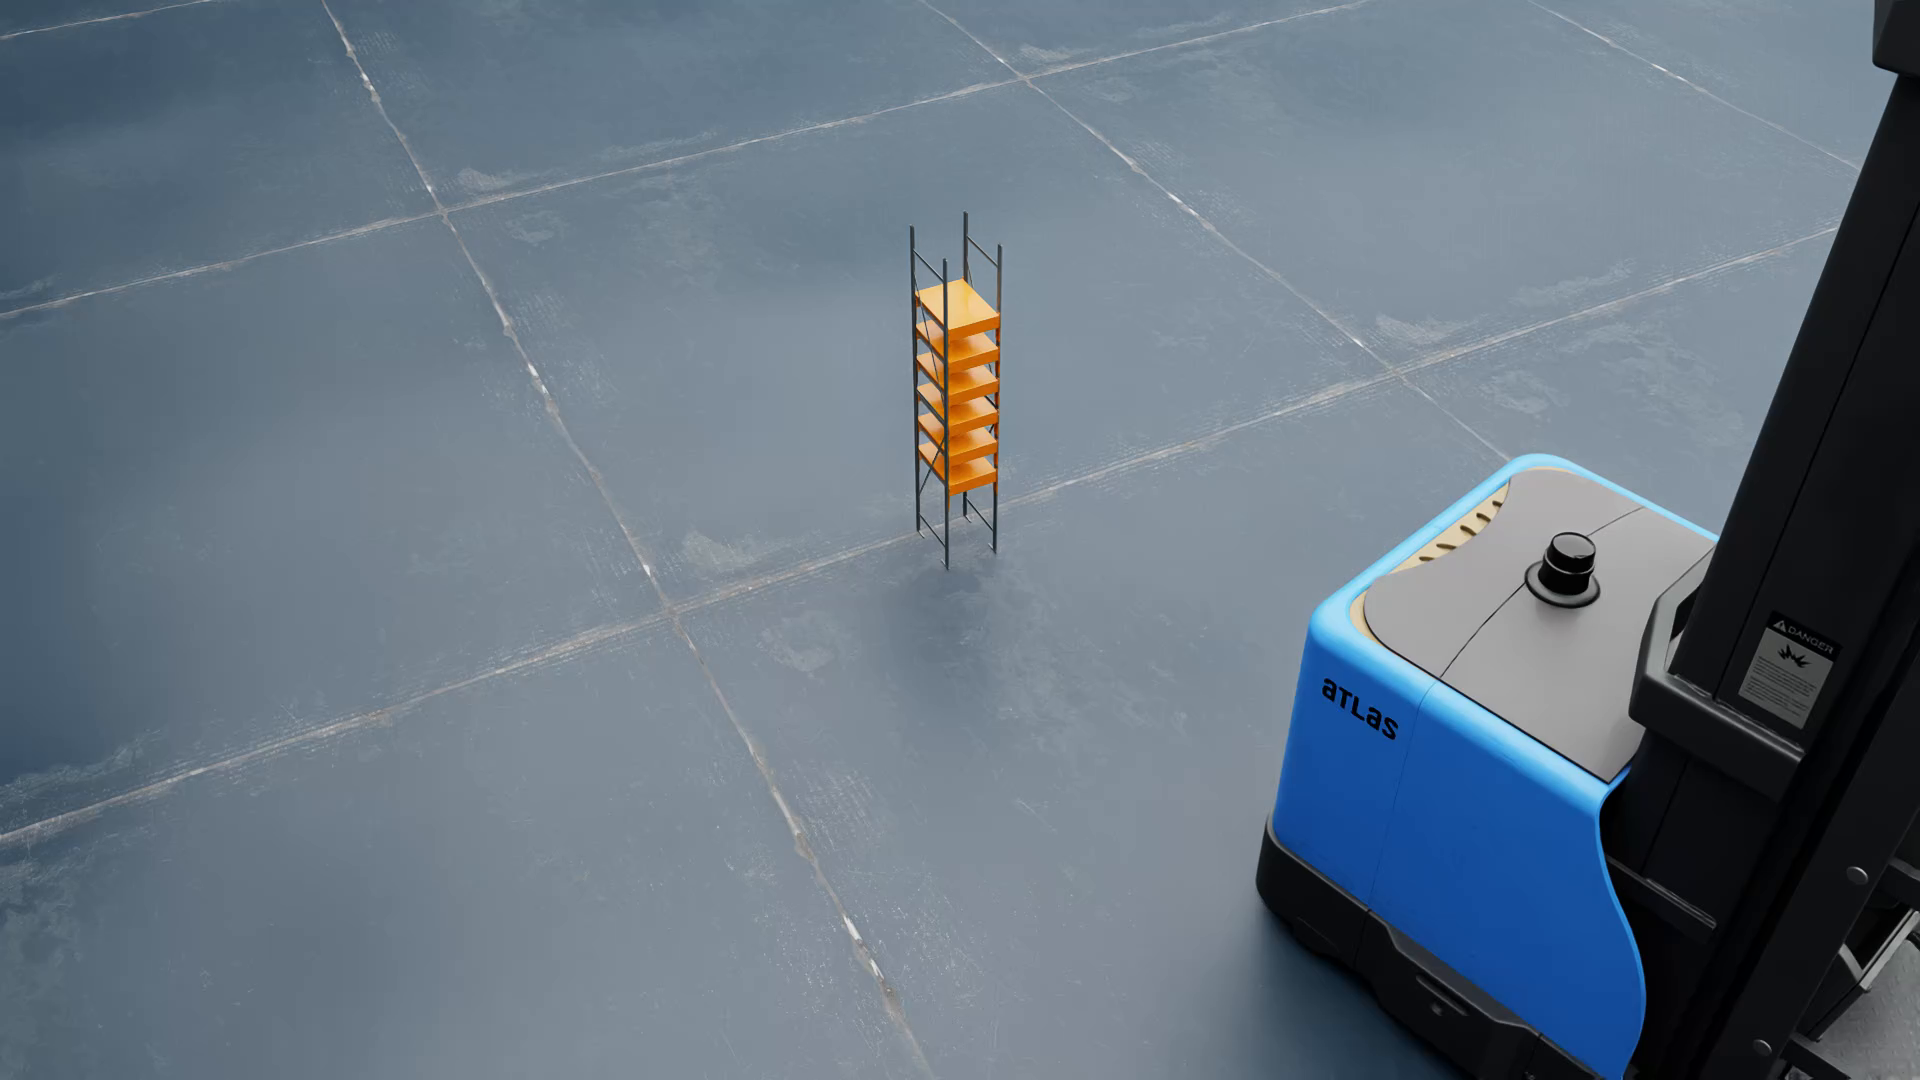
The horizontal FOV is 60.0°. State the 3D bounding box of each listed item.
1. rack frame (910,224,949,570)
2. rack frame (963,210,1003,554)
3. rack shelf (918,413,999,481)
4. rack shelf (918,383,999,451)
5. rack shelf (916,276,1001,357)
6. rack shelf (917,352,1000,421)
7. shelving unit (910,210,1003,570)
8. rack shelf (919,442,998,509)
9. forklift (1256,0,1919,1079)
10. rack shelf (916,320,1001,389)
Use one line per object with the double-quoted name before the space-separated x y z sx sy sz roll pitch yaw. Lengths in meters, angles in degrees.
"rack frame" -0.094 -0.426 5.325 0.006 1.200 0.240 -19 44 -21
"rack frame" 0.068 -0.481 5.390 0.006 1.200 0.240 -19 44 -21
"rack shelf" -0.013 -0.328 5.463 0.180 0.103 0.258 -19 44 -21
"rack shelf" -0.013 -0.420 5.386 0.180 0.103 0.258 -19 44 -21
"rack shelf" -0.013 -0.694 5.153 0.180 0.103 0.258 -19 44 -21
"rack shelf" -0.013 -0.511 5.308 0.180 0.103 0.258 -19 44 -21
"shelving unit" -0.013 -0.454 5.357 0.189 1.200 0.258 -19 44 -21
"rack shelf" -0.013 -0.237 5.541 0.180 0.103 0.258 -19 44 -21
"forklift" 2.180 0.355 3.062 1.130 2.935 3.031 -31 49 -31
"rack shelf" -0.013 -0.603 5.231 0.180 0.103 0.258 -19 44 -21
